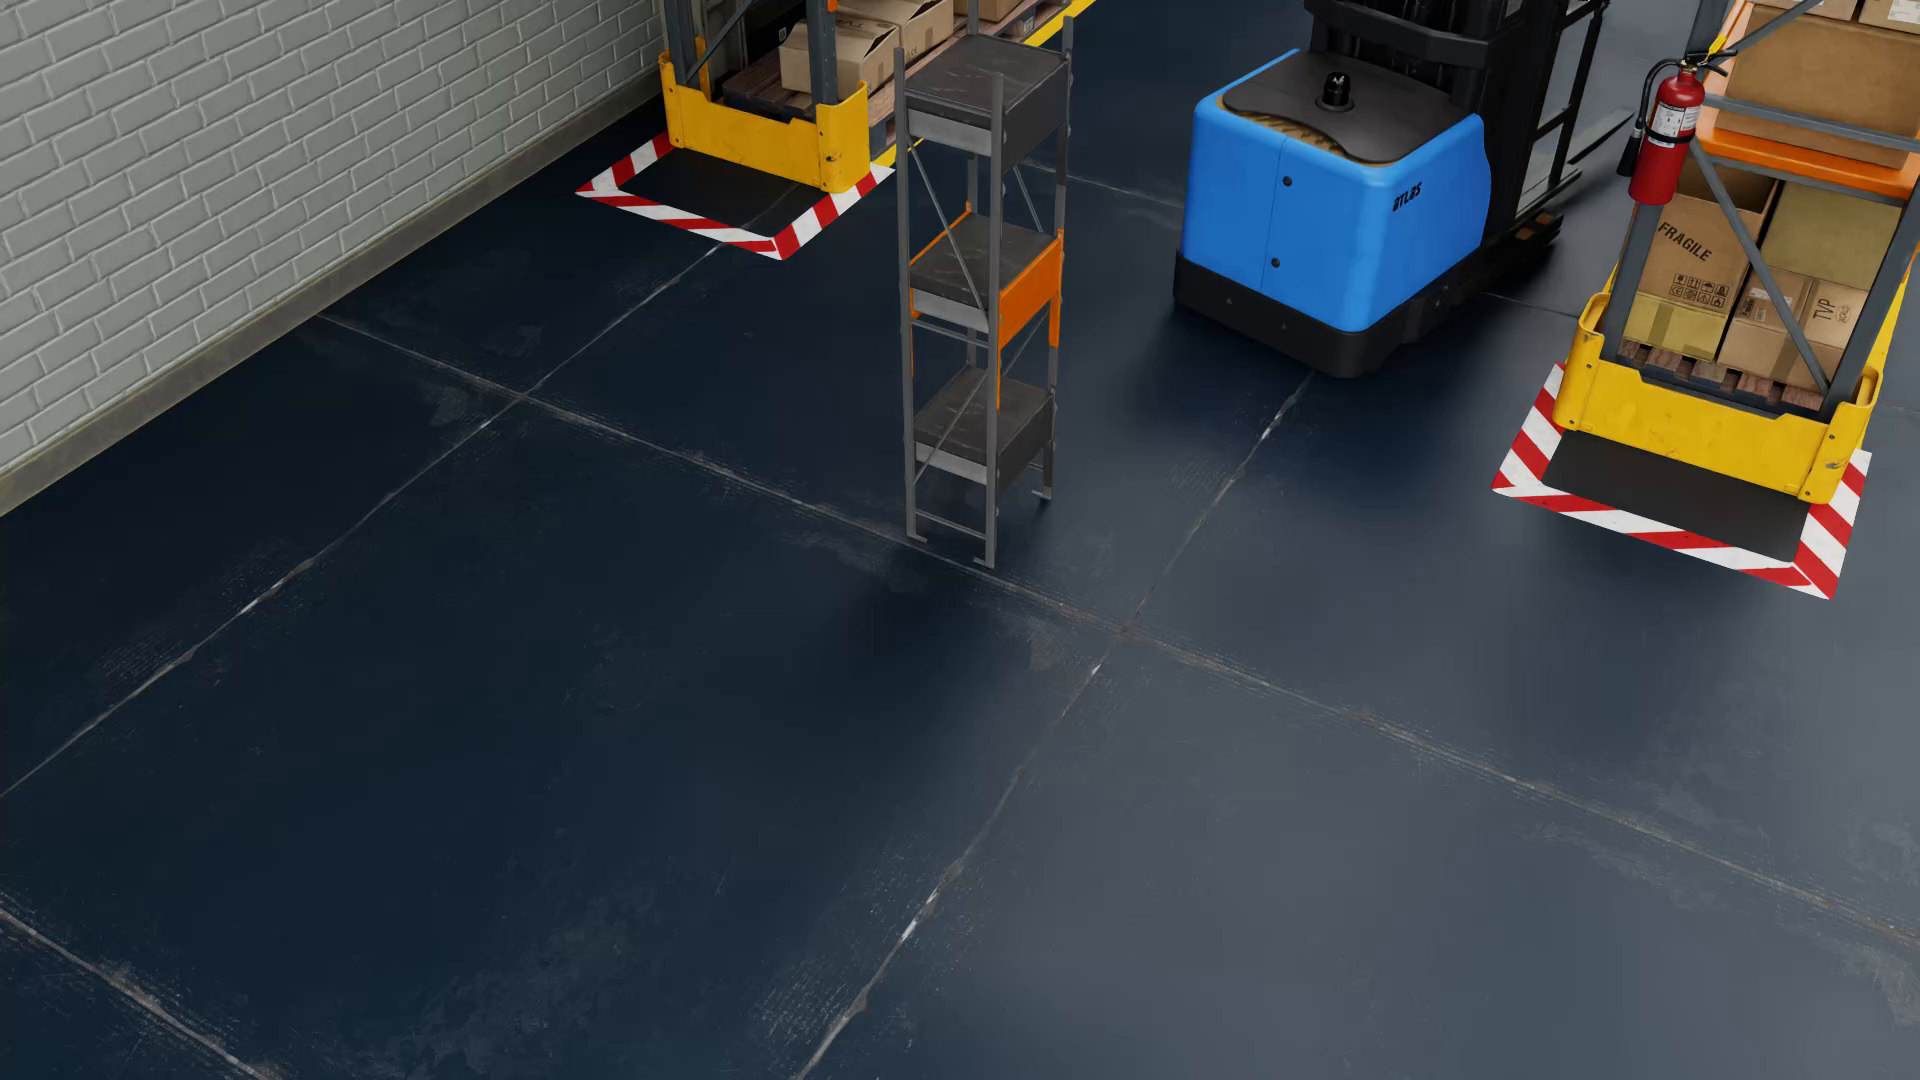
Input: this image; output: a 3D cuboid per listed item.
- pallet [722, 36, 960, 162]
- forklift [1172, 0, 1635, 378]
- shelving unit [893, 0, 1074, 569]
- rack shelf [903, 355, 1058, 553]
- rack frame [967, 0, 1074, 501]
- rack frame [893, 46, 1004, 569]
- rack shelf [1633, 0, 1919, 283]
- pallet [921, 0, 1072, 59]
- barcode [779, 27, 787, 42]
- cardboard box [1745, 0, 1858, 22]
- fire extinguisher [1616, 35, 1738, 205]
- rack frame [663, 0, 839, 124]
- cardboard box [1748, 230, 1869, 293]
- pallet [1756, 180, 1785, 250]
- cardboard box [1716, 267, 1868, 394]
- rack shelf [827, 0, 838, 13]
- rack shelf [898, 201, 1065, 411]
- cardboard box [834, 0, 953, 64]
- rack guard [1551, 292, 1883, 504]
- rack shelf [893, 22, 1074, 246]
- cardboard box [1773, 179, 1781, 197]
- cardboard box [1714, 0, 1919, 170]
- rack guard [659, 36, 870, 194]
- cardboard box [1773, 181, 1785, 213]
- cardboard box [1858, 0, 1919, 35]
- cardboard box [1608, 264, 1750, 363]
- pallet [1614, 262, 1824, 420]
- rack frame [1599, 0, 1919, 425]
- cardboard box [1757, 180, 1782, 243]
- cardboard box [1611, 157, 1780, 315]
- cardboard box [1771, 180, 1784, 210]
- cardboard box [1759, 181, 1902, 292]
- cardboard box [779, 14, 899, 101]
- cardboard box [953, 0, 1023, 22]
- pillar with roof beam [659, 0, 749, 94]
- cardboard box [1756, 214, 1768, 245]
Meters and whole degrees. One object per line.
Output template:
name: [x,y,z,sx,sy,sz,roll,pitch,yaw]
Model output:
pallet: [-0.617,-2.650,9.599,1.003,0.211,1.213,21,45,22]
forklift: [2.399,-2.705,7.604,1.130,2.935,3.031,32,51,31]
shelving unit: [0.083,-0.883,6.164,0.431,2.100,0.503,21,45,22]
rack shelf: [0.083,-0.347,6.635,0.431,0.518,0.480,21,45,22]
rack frame: [0.205,-1.022,6.322,0.400,2.100,0.015,21,45,22]
rack frame: [-0.039,-0.743,6.005,0.400,2.100,0.015,21,45,22]
rack shelf: [4.199,-2.438,7.793,1.077,0.370,4.000,21,45,22]
pallet: [-0.006,-3.345,10.389,1.003,0.211,1.213,21,45,22]
barcode: [-1.005,-2.868,9.432,0.001,0.075,0.075,21,45,22]
cardboard box: [3.225,-2.126,6.328,0.380,0.149,0.250,20,45,21]
fire extinguisher: [2.737,-1.620,6.379,0.296,0.674,0.183,21,45,22]
rack frame: [-1.092,-3.200,8.114,1.000,3.000,0.127,21,45,22]
cardboard box: [3.906,-1.210,7.617,0.500,0.250,0.500,21,45,22]
pallet: [4.156,-1.664,8.479,1.003,0.211,1.213,21,45,22]
cardboard box: [3.659,-0.922,7.291,0.500,0.250,0.500,21,45,22]
rack shelf: [-0.091,-4.074,9.651,1.077,0.370,4.000,21,45,22]
rack shelf: [0.083,-0.872,6.173,0.431,0.518,0.480,21,45,22]
cardboard box: [-0.383,-3.048,9.643,0.500,0.311,0.500,25,47,25]
rack guard: [3.186,-0.612,7.066,1.175,0.500,0.348,21,45,22]
rack shelf: [0.083,-1.398,5.710,0.431,0.518,0.480,21,45,22]
cardboard box: [3.697,-1.953,7.893,0.500,0.500,0.500,21,45,22]
cardboard box: [3.443,-1.864,6.521,0.700,0.500,0.500,21,45,22]
rack guard: [-1.054,-2.305,8.989,1.175,0.500,0.348,21,45,22]
cardboard box: [4.147,-1.781,7.698,0.500,0.500,0.500,21,45,22]
cardboard box: [3.581,-1.998,6.182,0.380,0.149,0.250,21,45,22]
cardboard box: [3.211,-1.094,7.485,0.500,0.250,0.500,21,45,22]
pallet: [3.545,-0.968,7.690,1.003,0.211,1.213,21,45,22]
rack frame: [3.198,-1.563,6.256,1.000,3.000,0.127,21,45,22]
cardboard box: [3.699,-1.670,8.140,0.500,0.250,0.500,21,45,22]
cardboard box: [3.209,-1.376,7.238,0.500,0.500,0.500,21,45,22]
cardboard box: [3.951,-1.956,8.464,0.500,0.250,0.500,21,45,22]
cardboard box: [3.908,-1.491,7.368,0.500,0.500,0.500,21,45,22]
cardboard box: [-0.668,-2.722,9.273,0.500,0.311,0.500,16,44,17]
cardboard box: [0.028,-3.522,10.038,0.700,0.500,0.500,18,45,19]
pillar with roof beam: [2.236,-4.714,5.294,9.100,9.000,0.400,21,45,22]
cardboard box: [3.451,-1.384,7.814,0.500,0.250,0.500,21,45,22]
